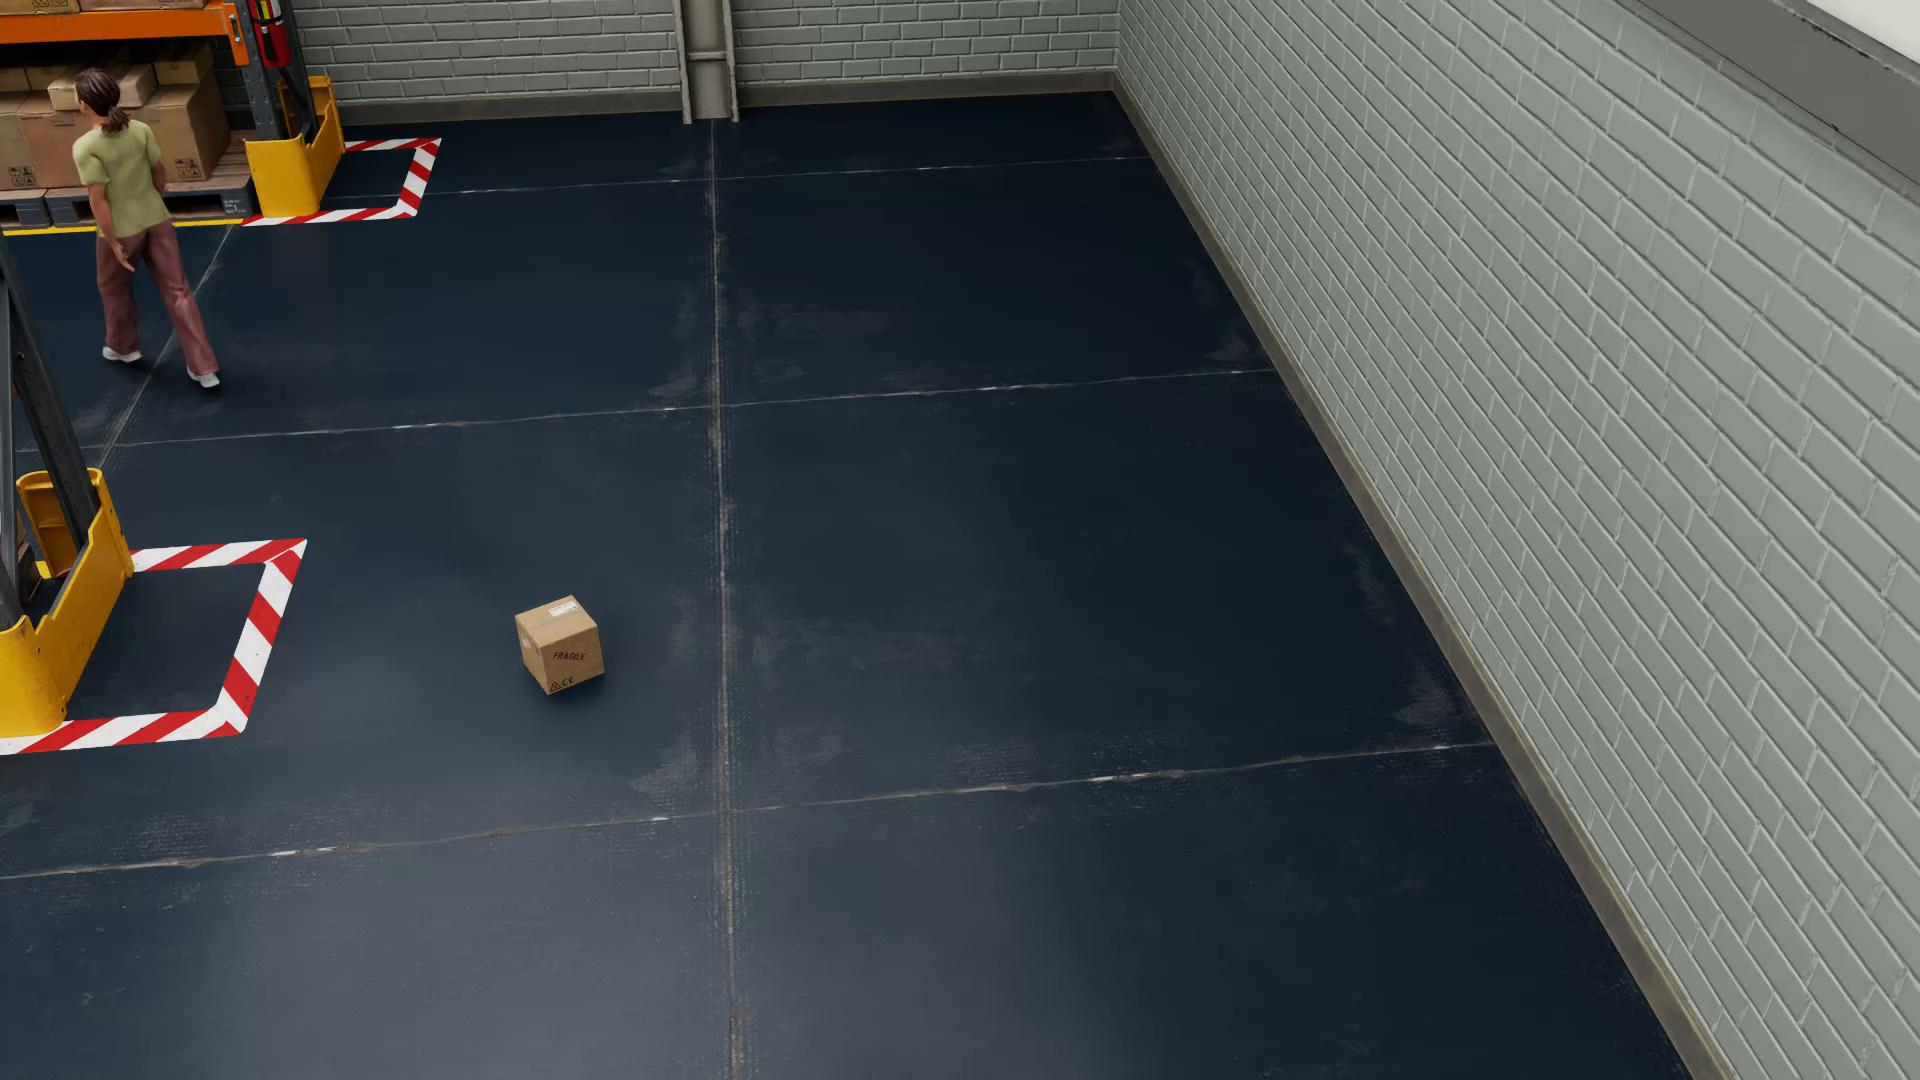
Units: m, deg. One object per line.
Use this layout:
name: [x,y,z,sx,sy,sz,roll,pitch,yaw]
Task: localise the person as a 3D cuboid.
person: [-4.210,-1.597,8.417,0.887,1.644,0.460,25,42,32]
